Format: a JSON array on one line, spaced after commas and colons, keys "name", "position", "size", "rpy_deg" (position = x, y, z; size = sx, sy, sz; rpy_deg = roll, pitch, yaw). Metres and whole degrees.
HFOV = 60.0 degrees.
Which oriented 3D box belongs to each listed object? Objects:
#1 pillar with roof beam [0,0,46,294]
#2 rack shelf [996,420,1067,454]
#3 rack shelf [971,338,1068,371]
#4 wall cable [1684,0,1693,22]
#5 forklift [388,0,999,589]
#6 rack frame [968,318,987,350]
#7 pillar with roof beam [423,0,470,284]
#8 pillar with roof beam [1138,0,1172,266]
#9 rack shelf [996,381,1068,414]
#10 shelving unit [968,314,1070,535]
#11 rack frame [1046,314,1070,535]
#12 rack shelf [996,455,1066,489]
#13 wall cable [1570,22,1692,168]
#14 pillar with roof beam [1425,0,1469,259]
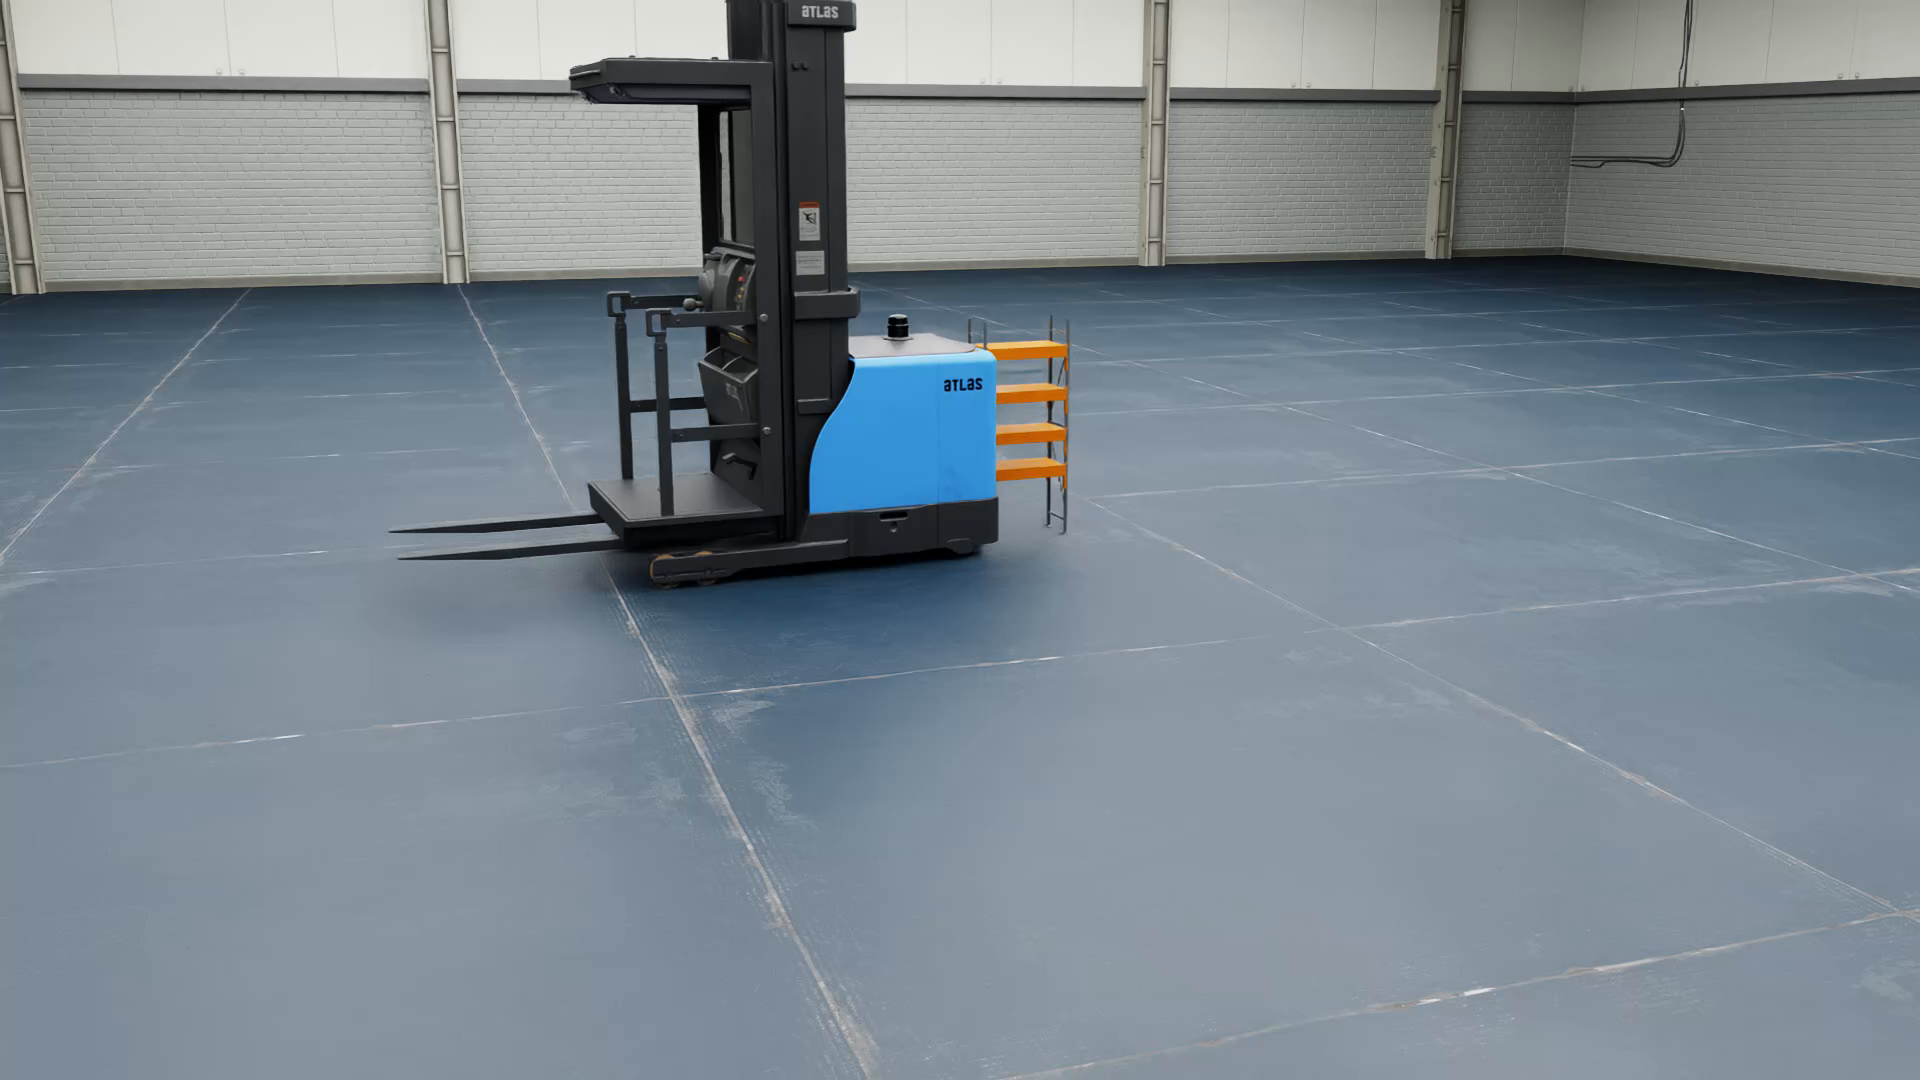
[{"name": "pillar with roof beam", "position": [-12.245, -7.047, 19.322], "size": [0.400, 9.000, 9.100], "rpy_deg": [-4, 14, -18]}, {"name": "rack shelf", "position": [0.319, -0.553, 9.165], "size": [0.480, 0.148, 0.258], "rpy_deg": [-5, 14, -21]}, {"name": "rack shelf", "position": [0.319, -1.001, 9.058], "size": [0.480, 0.148, 0.258], "rpy_deg": [-5, 14, -21]}, {"name": "wall cable", "position": [13.206, -10.043, 27.713], "size": [0.112, 2.526, 3.097], "rpy_deg": [-4, 14, -18]}, {"name": "forklift", "position": [-1.365, -1.325, 8.379], "size": [3.031, 2.935, 1.130], "rpy_deg": [-5, 14, -21]}, {"name": "rack frame", "position": [0.093, -0.597, 9.060], "size": [0.015, 1.200, 0.240], "rpy_deg": [-5, 14, -21]}, {"name": "pillar with roof beam", "position": [-6.558, -7.490, 21.183], "size": [0.400, 9.000, 9.100], "rpy_deg": [-4, 14, -18]}, {"name": "pillar with roof beam", "position": [4.815, -8.375, 24.907], "size": [0.400, 9.000, 9.100], "rpy_deg": [-4, 14, -18]}, {"name": "rack shelf", "position": [0.319, -0.770, 9.113], "size": [0.480, 0.148, 0.258], "rpy_deg": [-5, 14, -21]}, {"name": "shelving unit", "position": [0.319, -0.618, 9.149], "size": [0.503, 1.200, 0.258], "rpy_deg": [-5, 14, -21]}, {"name": "rack frame", "position": [0.545, -0.639, 9.238], "size": [0.015, 1.200, 0.240], "rpy_deg": [-5, 14, -21]}, {"name": "rack shelf", "position": [0.319, -0.360, 9.210], "size": [0.480, 0.148, 0.258], "rpy_deg": [-5, 14, -21]}, {"name": "wall cable", "position": [12.343, -8.179, 30.792], "size": [0.112, 2.526, 3.097], "rpy_deg": [-4, 14, -18]}, {"name": "pillar with roof beam", "position": [10.502, -8.818, 26.768], "size": [0.400, 9.000, 9.100], "rpy_deg": [-4, 14, -18]}]
